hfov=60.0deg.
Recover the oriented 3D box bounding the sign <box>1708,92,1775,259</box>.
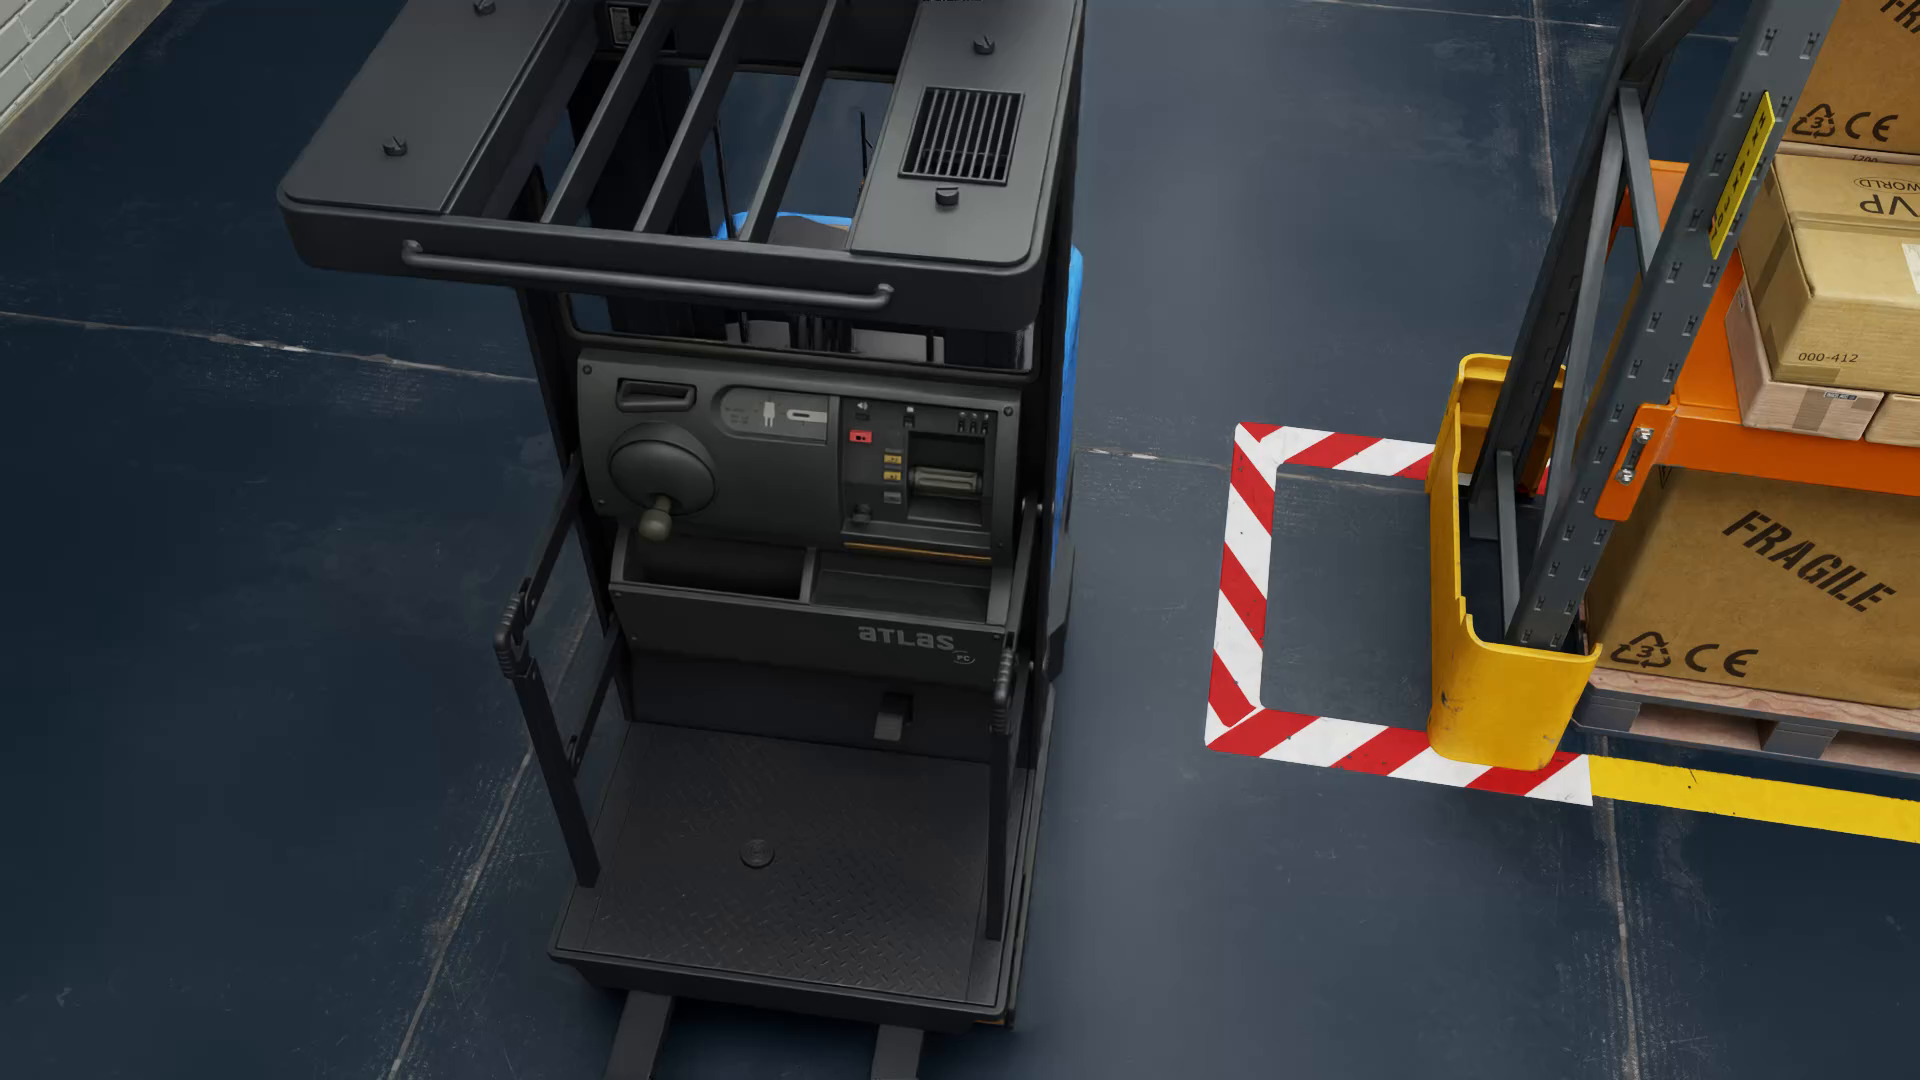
[{"bbox_3d":[1.515,-0.703,3.230,0.005,0.325,0.100,8,49,7],"label":"sign"}]

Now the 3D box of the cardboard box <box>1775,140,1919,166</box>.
[{"bbox_3d":[2.144,-0.972,4.008,0.500,0.250,0.500,7,48,6],"label":"cardboard box"}]

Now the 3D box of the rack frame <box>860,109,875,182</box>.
[{"bbox_3d":[-0.230,-0.746,5.114,0.006,1.200,0.240,-19,51,-17],"label":"rack frame"}]

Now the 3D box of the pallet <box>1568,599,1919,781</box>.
[{"bbox_3d":[2.420,0.188,4.940,1.213,0.211,1.003,8,49,7],"label":"pallet"}]

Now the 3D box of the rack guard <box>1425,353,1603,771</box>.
[{"bbox_3d":[1.596,0.039,4.879,0.348,0.500,1.175,8,49,7],"label":"rack guard"}]

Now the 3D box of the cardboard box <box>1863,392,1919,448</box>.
[{"bbox_3d":[2.163,-0.388,3.751,0.250,0.149,0.380,7,48,6],"label":"cardboard box"}]

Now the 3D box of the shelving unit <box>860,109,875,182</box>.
[{"bbox_3d":[-0.147,-0.775,5.140,0.189,1.200,0.258,-19,51,-17],"label":"shelving unit"}]

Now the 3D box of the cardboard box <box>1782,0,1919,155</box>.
[{"bbox_3d":[2.146,-1.221,3.727,0.500,0.500,0.500,8,49,7],"label":"cardboard box"}]

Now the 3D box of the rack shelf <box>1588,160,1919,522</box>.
[{"bbox_3d":[3.588,-0.288,3.976,4.000,0.370,1.077,8,49,7],"label":"rack shelf"}]

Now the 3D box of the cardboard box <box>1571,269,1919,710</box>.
[{"bbox_3d":[2.263,-0.197,4.557,0.875,0.875,0.875,8,49,7],"label":"cardboard box"}]

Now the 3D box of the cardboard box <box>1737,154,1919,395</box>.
[{"bbox_3d":[2.044,-0.581,3.656,0.500,0.250,0.500,7,48,6],"label":"cardboard box"}]

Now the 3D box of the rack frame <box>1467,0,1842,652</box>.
[{"bbox_3d":[1.619,-0.793,3.946,0.127,3.000,1.000,8,49,7],"label":"rack frame"}]

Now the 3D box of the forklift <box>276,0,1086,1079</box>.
[{"bbox_3d":[-0.370,-0.063,3.336,1.130,2.935,3.031,6,48,5],"label":"forklift"}]

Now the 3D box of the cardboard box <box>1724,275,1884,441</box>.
[{"bbox_3d":[1.910,-0.421,3.780,0.250,0.149,0.380,8,49,7],"label":"cardboard box"}]

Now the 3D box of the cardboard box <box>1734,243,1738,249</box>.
[{"bbox_3d":[2.028,-0.903,4.214,0.250,0.149,0.380,9,49,8],"label":"cardboard box"}]
